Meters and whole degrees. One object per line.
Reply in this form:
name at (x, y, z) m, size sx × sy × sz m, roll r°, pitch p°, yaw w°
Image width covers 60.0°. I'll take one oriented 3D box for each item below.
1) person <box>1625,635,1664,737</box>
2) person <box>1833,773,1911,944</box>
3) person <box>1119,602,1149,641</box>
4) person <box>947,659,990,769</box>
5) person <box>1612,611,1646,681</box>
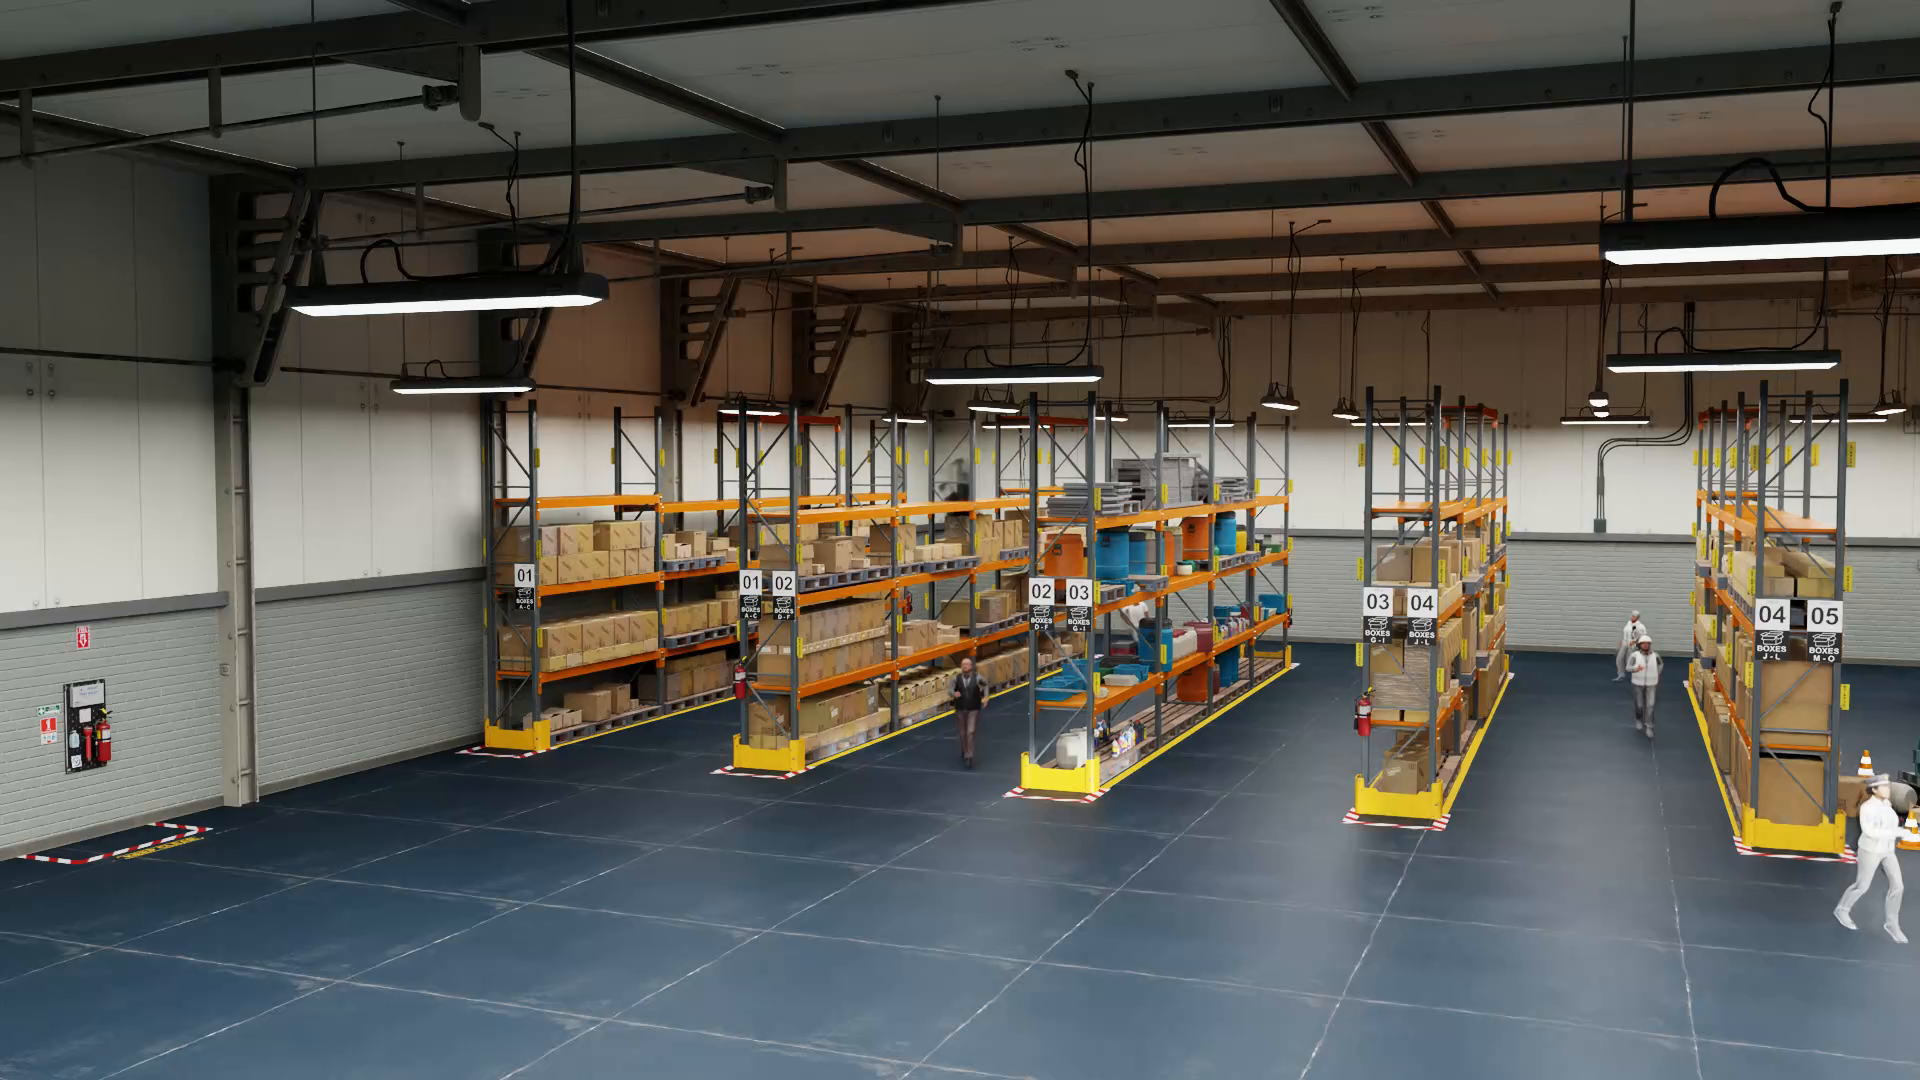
person at (12.329, 2.599, 29.940) m, size 0.656 × 1.765 × 0.939 m, roll 1°, pitch 3°, yaw 18°
person at (9.546, 3.299, 17.370) m, size 0.600 × 1.759 × 0.789 m, roll -1°, pitch 3°, yaw -26°
person at (4.317, 2.133, 40.773) m, size 0.697 × 1.787 × 0.701 m, roll -1°, pitch 3°, yaw -13°
person at (0.114, 2.787, 27.076) m, size 0.663 × 1.698 × 1.009 m, roll 1°, pitch 3°, yaw 11°
person at (15.056, 2.375, 37.140) m, size 0.691 × 1.612 × 0.645 m, roll -1°, pitch 3°, yaw -25°
